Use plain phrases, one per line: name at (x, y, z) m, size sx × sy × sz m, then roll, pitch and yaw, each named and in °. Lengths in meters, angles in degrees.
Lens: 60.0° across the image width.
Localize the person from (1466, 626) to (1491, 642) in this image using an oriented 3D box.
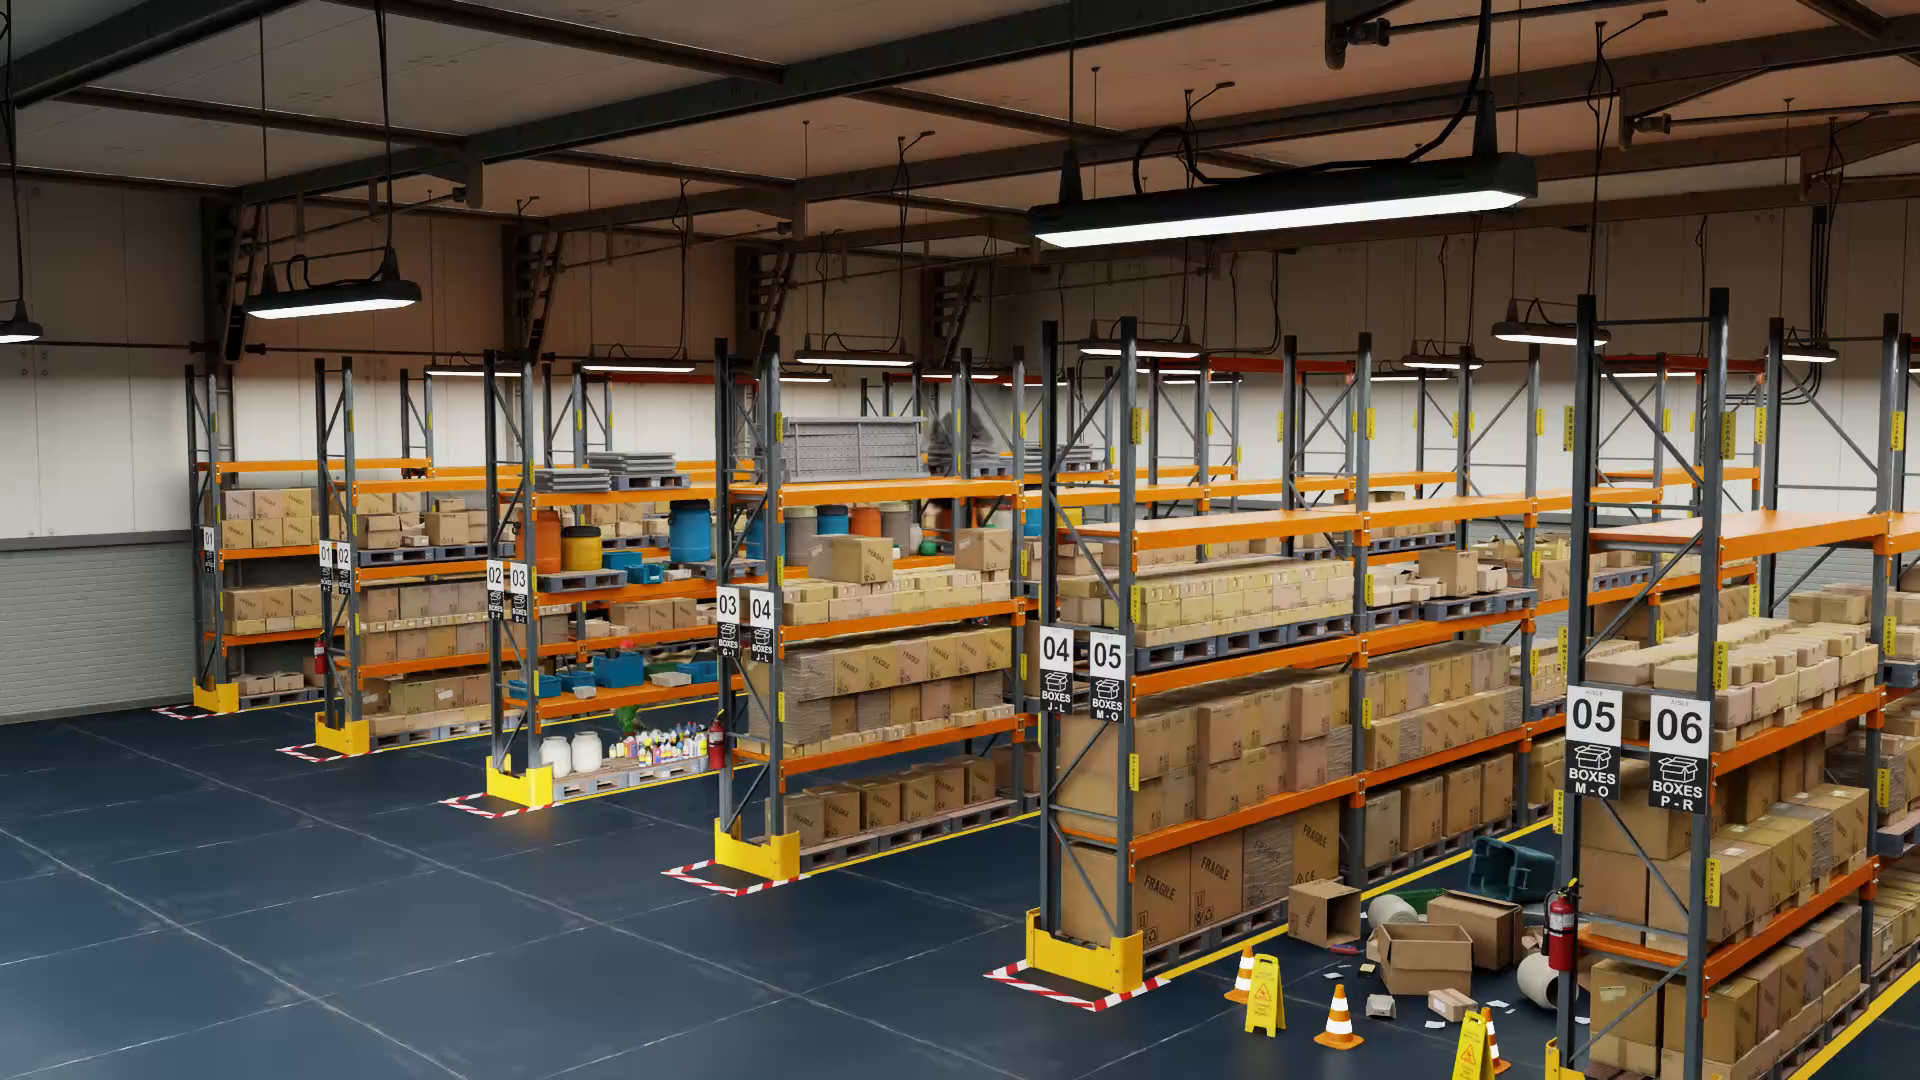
person at (9.744, 1.929, 31.635) m, size 0.578 × 1.582 × 0.978 m, roll 0°, pitch 4°, yaw -6°

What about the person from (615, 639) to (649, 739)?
person at (-4.987, 2.361, 25.362) m, size 0.697 × 1.747 × 0.628 m, roll 3°, pitch 5°, yaw 32°

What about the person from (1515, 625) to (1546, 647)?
person at (9.589, 2.226, 27.827) m, size 0.901 × 1.679 × 0.618 m, roll -4°, pitch 6°, yaw -44°
